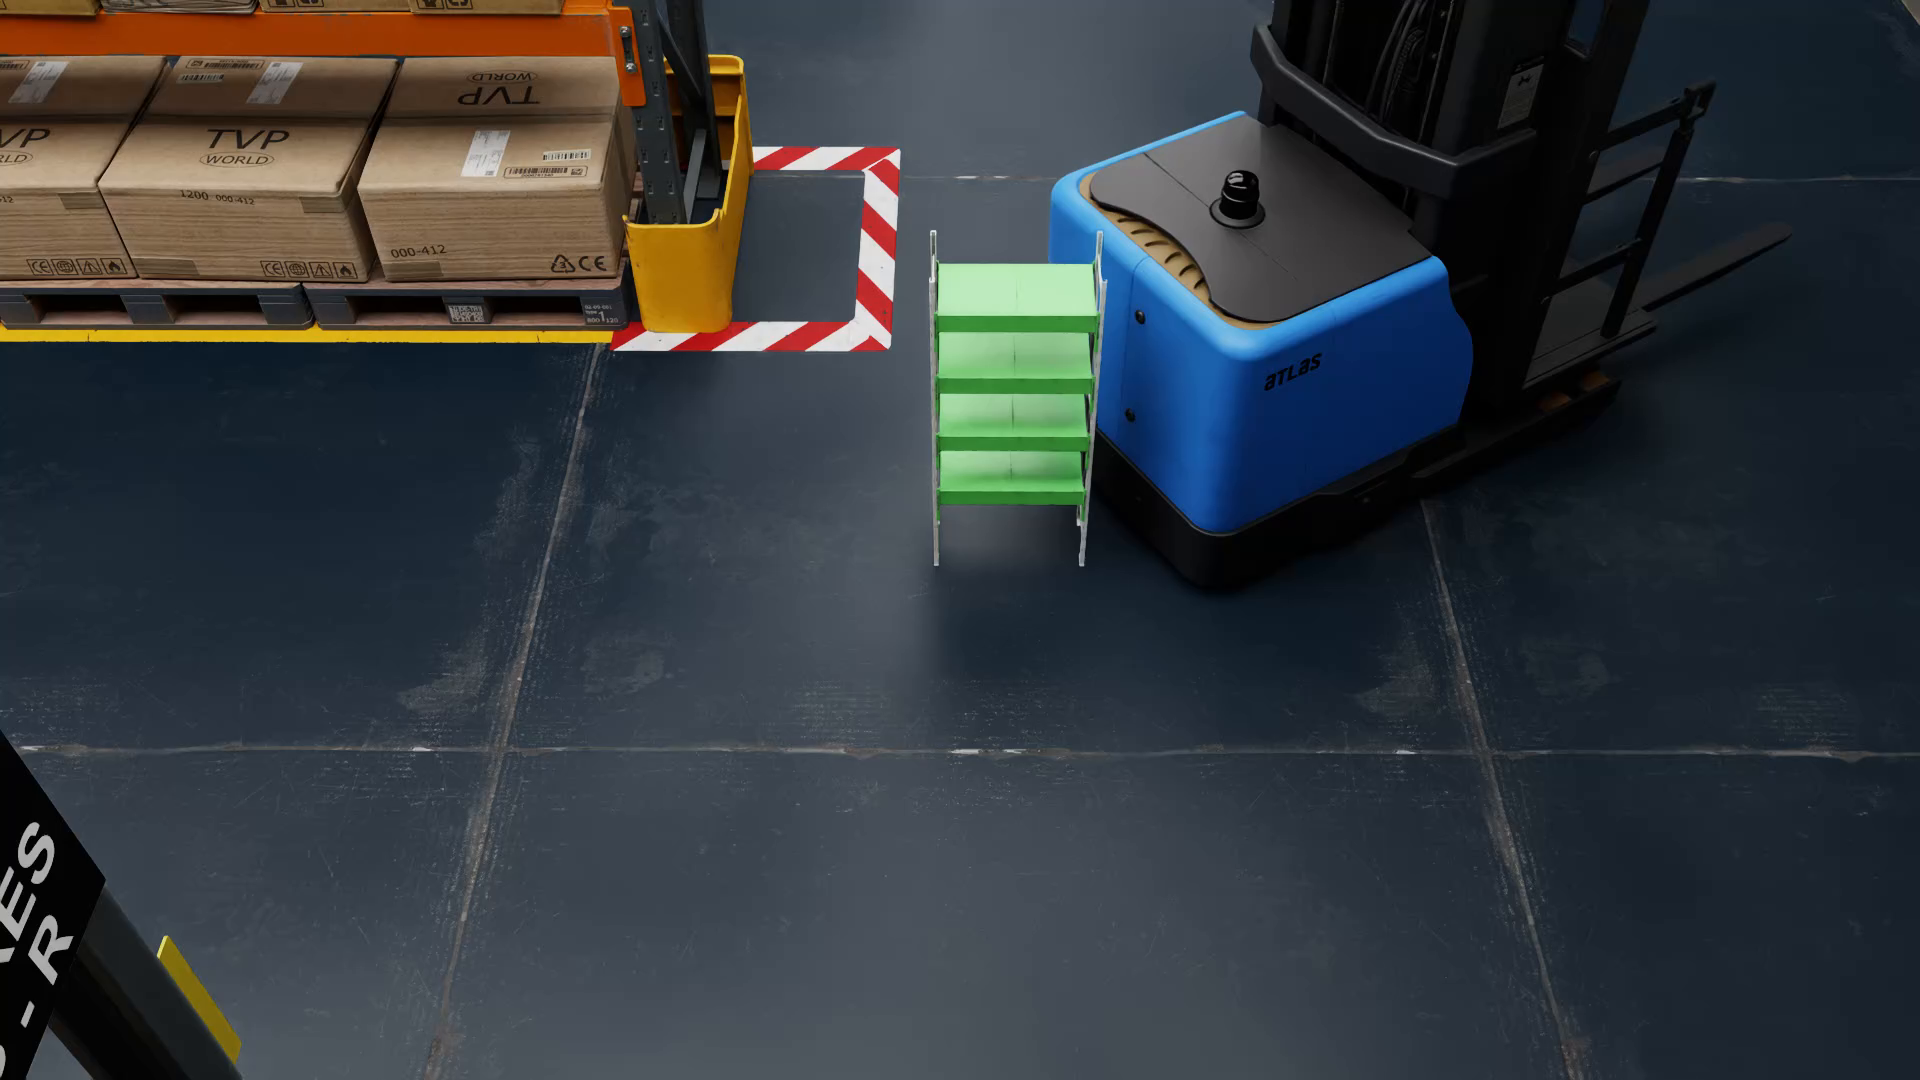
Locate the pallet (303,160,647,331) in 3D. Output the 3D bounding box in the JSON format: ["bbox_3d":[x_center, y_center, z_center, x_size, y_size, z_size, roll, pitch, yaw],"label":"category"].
[{"bbox_3d":[-1.884,-1.243,6.681,1.213,0.211,1.003,0,47,0],"label":"pallet"}]

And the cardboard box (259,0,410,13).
[{"bbox_3d":[-2.069,-2.103,5.507,0.500,0.500,0.500,-1,47,-1],"label":"cardboard box"}]

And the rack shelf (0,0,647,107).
[{"bbox_3d":[-3.084,-2.009,5.980,4.000,0.370,1.077,0,47,0],"label":"rack shelf"}]

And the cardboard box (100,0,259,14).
[{"bbox_3d":[-2.584,-2.097,5.502,0.500,0.500,0.500,1,47,1],"label":"cardboard box"}]

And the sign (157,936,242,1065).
[{"bbox_3d":[-1.097,0.693,2.382,0.005,0.325,0.100,0,47,0],"label":"sign"}]

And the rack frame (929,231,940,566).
[{"bbox_3d":[-0.078,-0.409,5.229,0.015,1.200,0.240,0,47,0],"label":"rack frame"}]

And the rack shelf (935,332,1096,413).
[{"bbox_3d":[0.166,-0.528,5.099,0.480,0.148,0.258,0,47,0],"label":"rack shelf"}]

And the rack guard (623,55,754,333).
[{"bbox_3d":[-1.060,-1.397,6.626,0.348,0.500,1.175,0,47,0],"label":"rack guard"}]

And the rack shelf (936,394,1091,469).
[{"bbox_3d":[0.166,-0.365,5.275,0.480,0.148,0.258,0,47,0],"label":"rack shelf"}]

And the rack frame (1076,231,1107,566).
[{"bbox_3d":[0.410,-0.408,5.228,0.015,1.200,0.240,0,47,0],"label":"rack frame"}]

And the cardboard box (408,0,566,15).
[{"bbox_3d":[-1.567,-2.090,5.496,0.500,0.500,0.500,0,47,0],"label":"cardboard box"}]

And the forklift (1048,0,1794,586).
[{"bbox_3d":[1.797,-1.680,5.229,3.031,2.935,1.130,-25,52,-21],"label":"forklift"}]

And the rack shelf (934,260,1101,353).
[{"bbox_3d":[0.166,-0.692,4.924,0.480,0.148,0.258,0,47,0],"label":"rack shelf"}]

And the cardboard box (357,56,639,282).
[{"bbox_3d":[-1.744,-1.447,6.429,0.875,0.438,0.875,-1,47,-1],"label":"cardboard box"}]

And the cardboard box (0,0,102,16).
[{"bbox_3d":[-3.100,-2.089,5.494,0.500,0.500,0.500,1,47,1],"label":"cardboard box"}]

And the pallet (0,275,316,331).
[{"bbox_3d":[-3.101,-1.249,6.686,1.213,0.211,1.003,0,47,0],"label":"pallet"}]

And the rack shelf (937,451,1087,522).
[{"bbox_3d":[0.166,-0.201,5.451,0.480,0.148,0.258,0,47,0],"label":"rack shelf"}]

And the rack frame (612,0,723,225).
[{"bbox_3d":[-1.084,-2.248,5.711,0.127,3.000,1.000,0,47,0],"label":"rack frame"}]

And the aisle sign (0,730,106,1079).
[{"bbox_3d":[-1.029,0.284,1.578,0.004,0.787,0.394,0,47,0],"label":"aisle sign"}]

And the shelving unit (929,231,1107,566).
[{"bbox_3d":[0.166,-0.408,5.228,0.503,1.200,0.258,0,47,0],"label":"shelving unit"}]

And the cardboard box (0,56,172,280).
[{"bbox_3d":[-3.561,-1.447,6.429,0.875,0.438,0.875,-1,47,-1],"label":"cardboard box"}]

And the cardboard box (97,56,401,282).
[{"bbox_3d":[-2.660,-1.444,6.426,0.875,0.438,0.875,1,47,1],"label":"cardboard box"}]
